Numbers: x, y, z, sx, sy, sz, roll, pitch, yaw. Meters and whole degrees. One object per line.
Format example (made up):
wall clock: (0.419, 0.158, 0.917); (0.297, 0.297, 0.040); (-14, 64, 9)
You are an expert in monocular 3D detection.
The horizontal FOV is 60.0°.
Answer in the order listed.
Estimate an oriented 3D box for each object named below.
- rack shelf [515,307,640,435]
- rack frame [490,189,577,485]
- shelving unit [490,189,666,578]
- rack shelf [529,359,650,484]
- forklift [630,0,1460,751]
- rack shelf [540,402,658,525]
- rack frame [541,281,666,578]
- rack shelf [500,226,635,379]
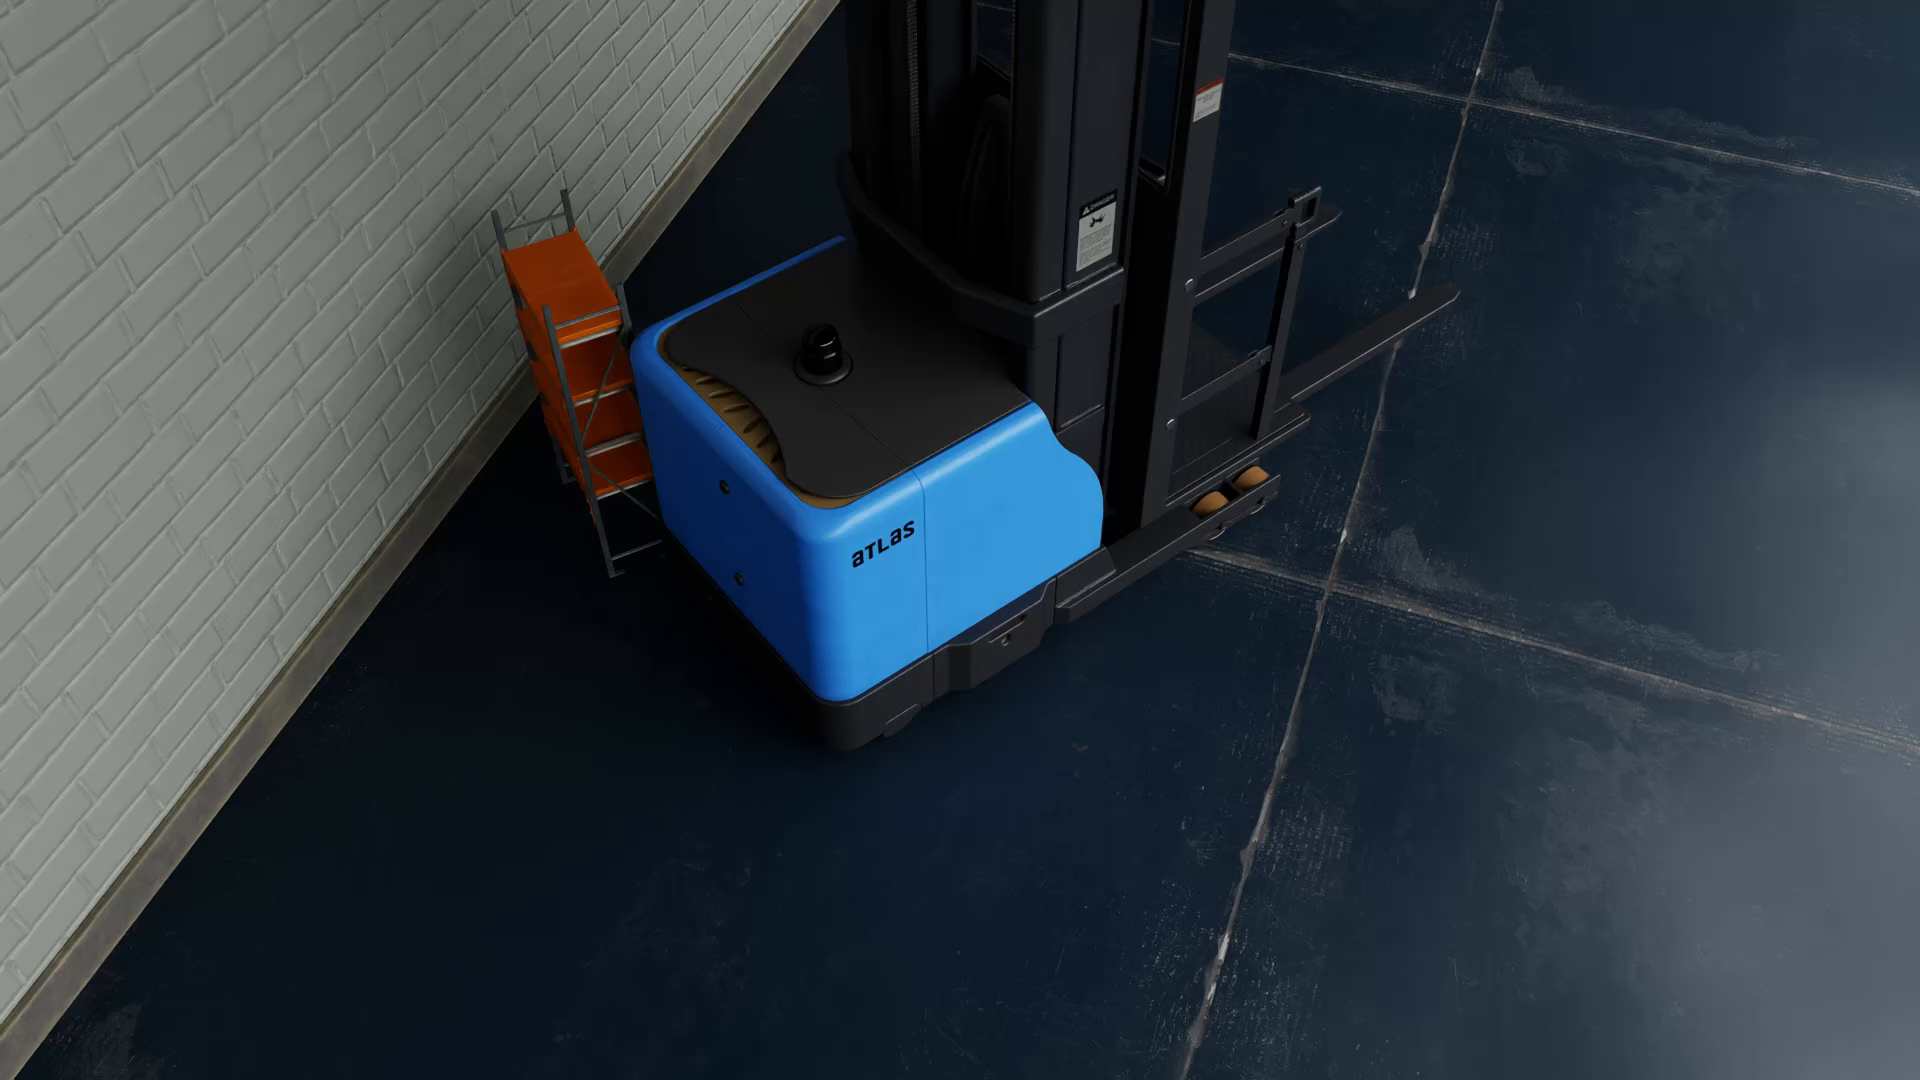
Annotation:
rack shelf: (-1.197, -0.576, 5.248); (0.258, 0.148, 0.480); (-21, 52, -18)
rack frame: (-1.309, -0.637, 5.508); (0.240, 1.200, 0.015); (-21, 52, -18)
shelving unit: (-1.197, -0.473, 5.366); (0.258, 1.200, 0.503); (-21, 52, -18)
rack shelf: (-1.197, -0.429, 5.417); (0.258, 0.148, 0.480); (-21, 52, -18)
forklift: (0.491, -1.249, 4.893); (3.031, 2.935, 1.130); (-31, 56, -24)
rack shelf: (-1.197, -0.299, 5.567); (0.258, 0.148, 0.480); (-21, 52, -18)
rack frame: (-1.084, -0.310, 5.224); (0.240, 1.200, 0.015); (-21, 52, -18)
rack shelf: (-1.197, -0.731, 5.069); (0.258, 0.148, 0.480); (-21, 52, -18)
